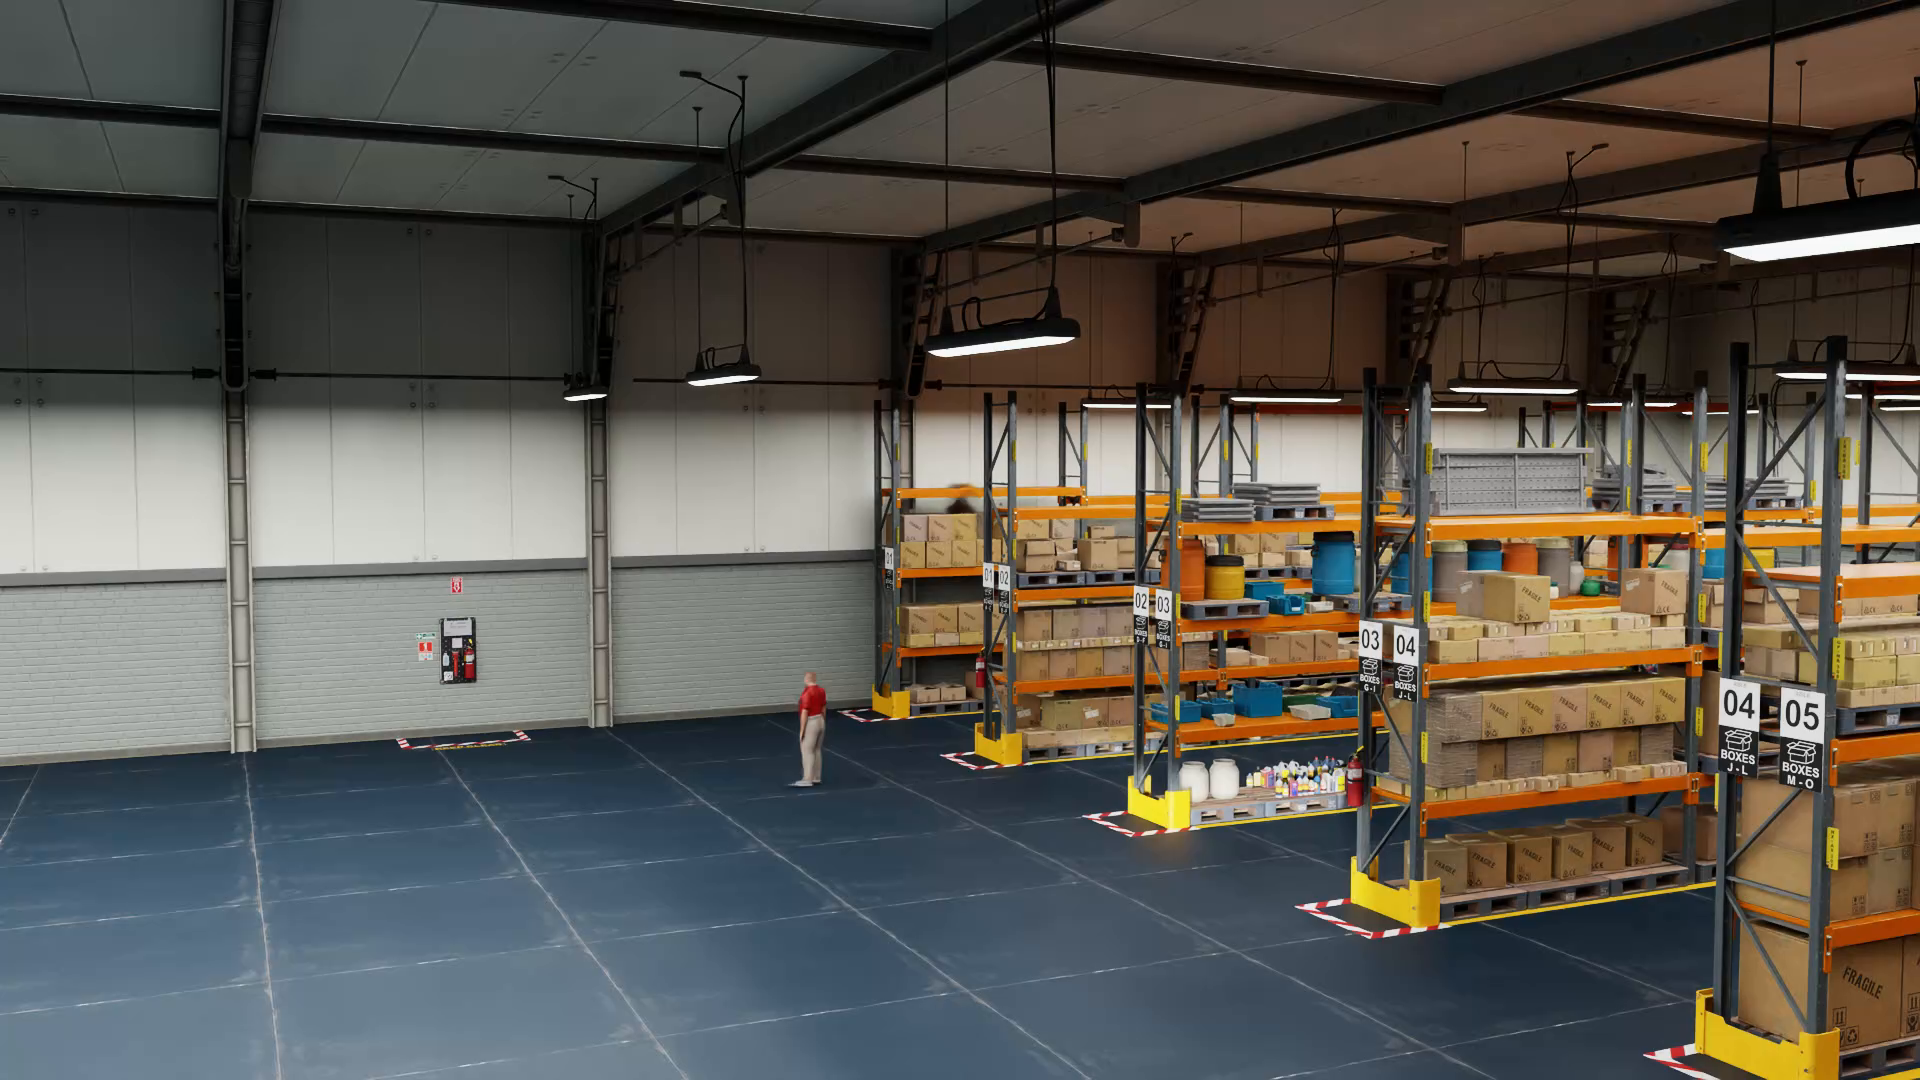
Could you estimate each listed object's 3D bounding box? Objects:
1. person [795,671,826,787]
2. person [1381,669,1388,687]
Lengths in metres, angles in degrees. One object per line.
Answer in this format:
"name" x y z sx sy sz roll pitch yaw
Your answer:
"person" -2.279 2.829 25.103 0.439 1.728 0.593 1 4 23
"person" 8.733 2.395 33.946 0.624 1.567 0.480 -2 4 -27
